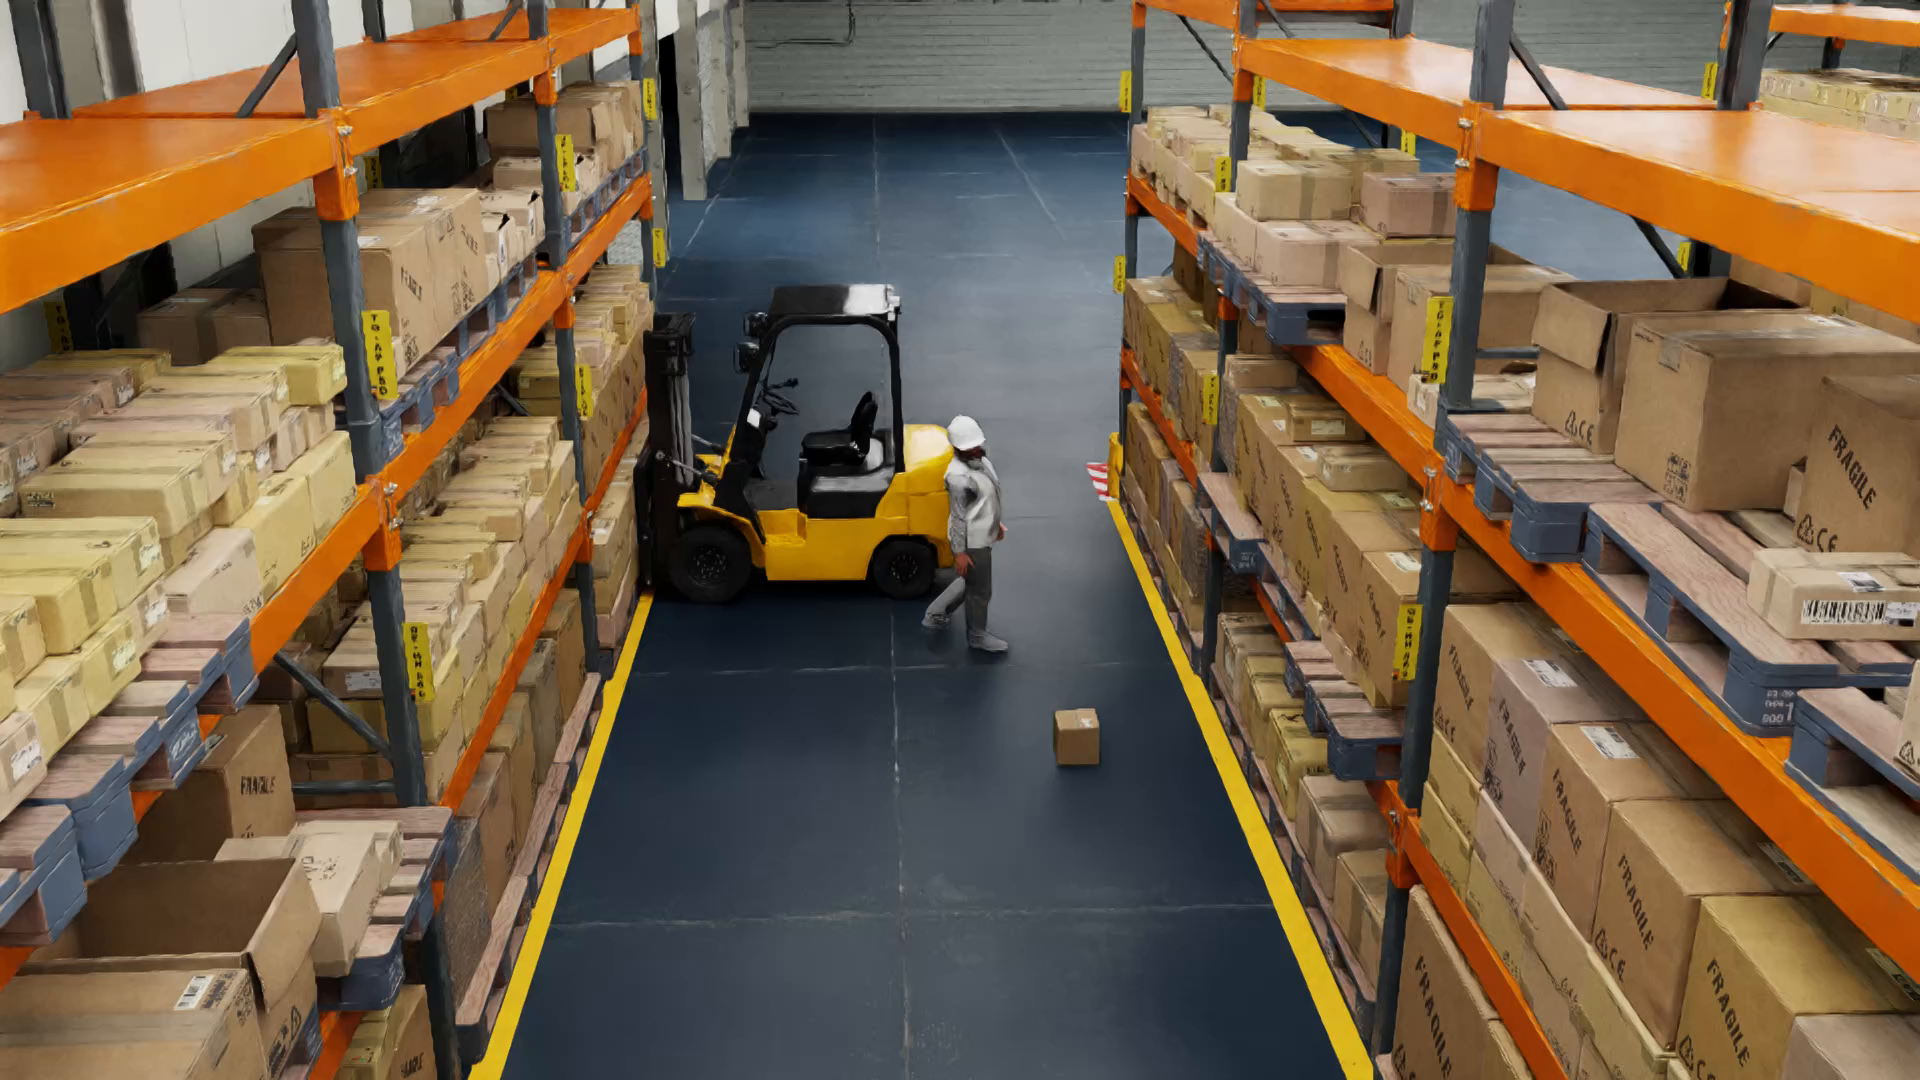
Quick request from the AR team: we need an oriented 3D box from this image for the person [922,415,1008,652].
[{"bbox_3d":[0.030,-0.032,11.179,0.604,1.738,0.608,1,20,4],"label":"person"}]
